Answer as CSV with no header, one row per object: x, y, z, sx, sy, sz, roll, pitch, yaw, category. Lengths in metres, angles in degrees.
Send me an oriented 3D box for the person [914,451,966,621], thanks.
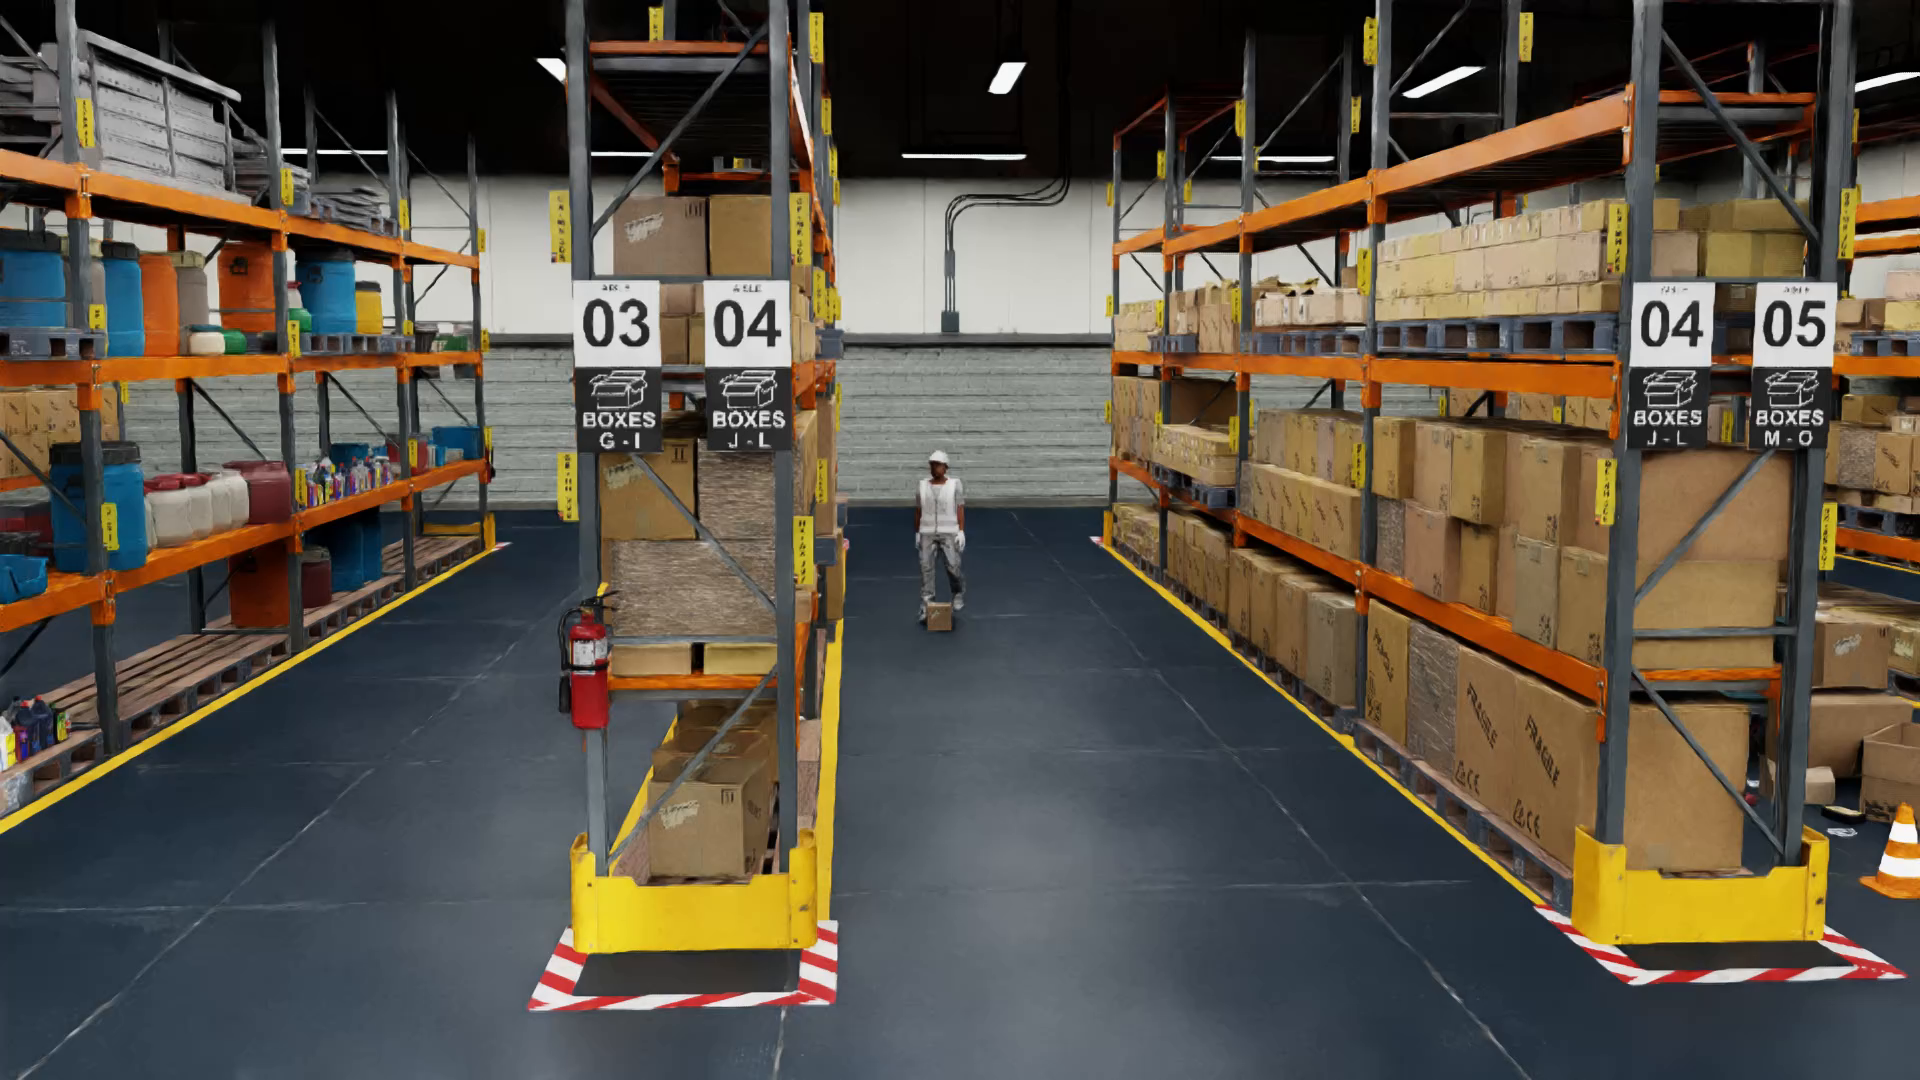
-0.220,-0.049,17.487,0.575,1.772,0.796,1,7,10,person
